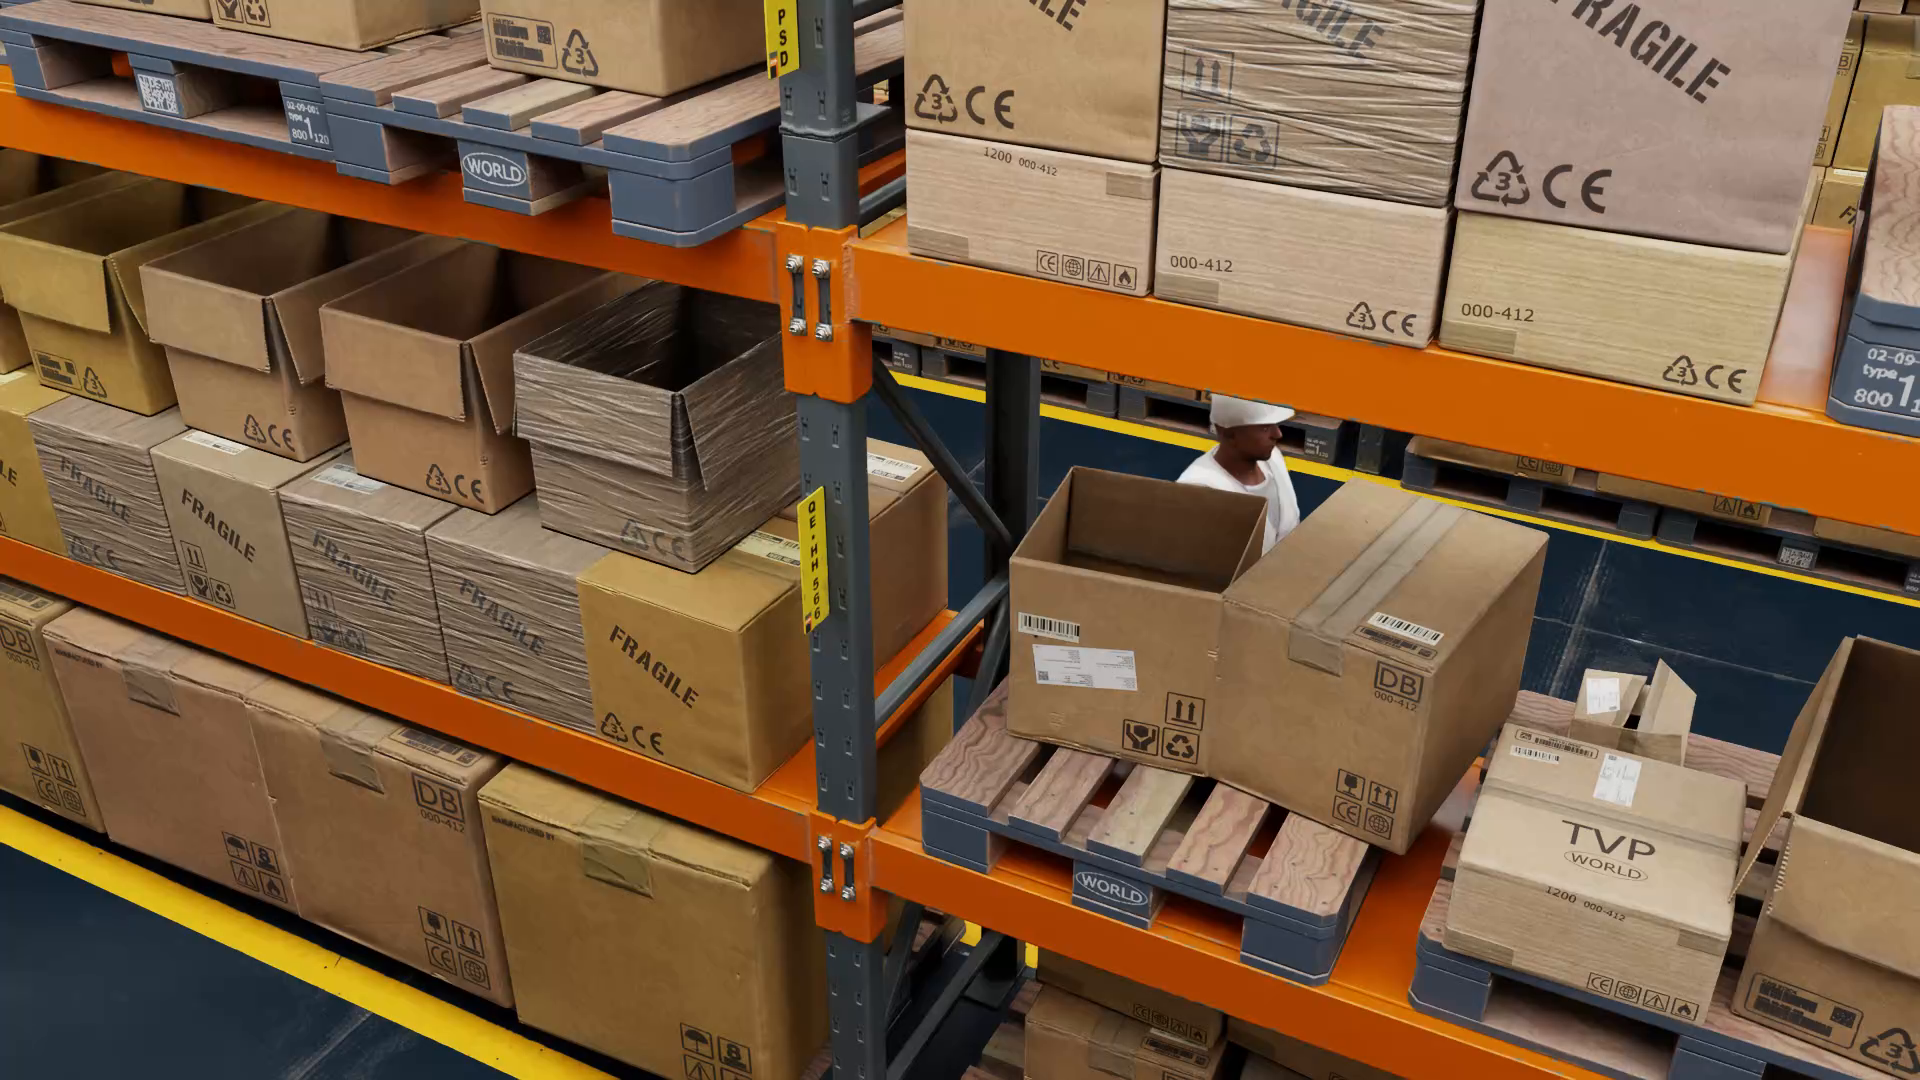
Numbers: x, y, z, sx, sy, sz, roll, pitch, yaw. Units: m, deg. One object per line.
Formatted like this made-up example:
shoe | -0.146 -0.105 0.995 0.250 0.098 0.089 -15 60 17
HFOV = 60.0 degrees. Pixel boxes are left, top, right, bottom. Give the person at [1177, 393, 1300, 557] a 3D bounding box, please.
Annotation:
person | 0.928 0.267 5.640 0.369 1.783 0.550 21 36 33
